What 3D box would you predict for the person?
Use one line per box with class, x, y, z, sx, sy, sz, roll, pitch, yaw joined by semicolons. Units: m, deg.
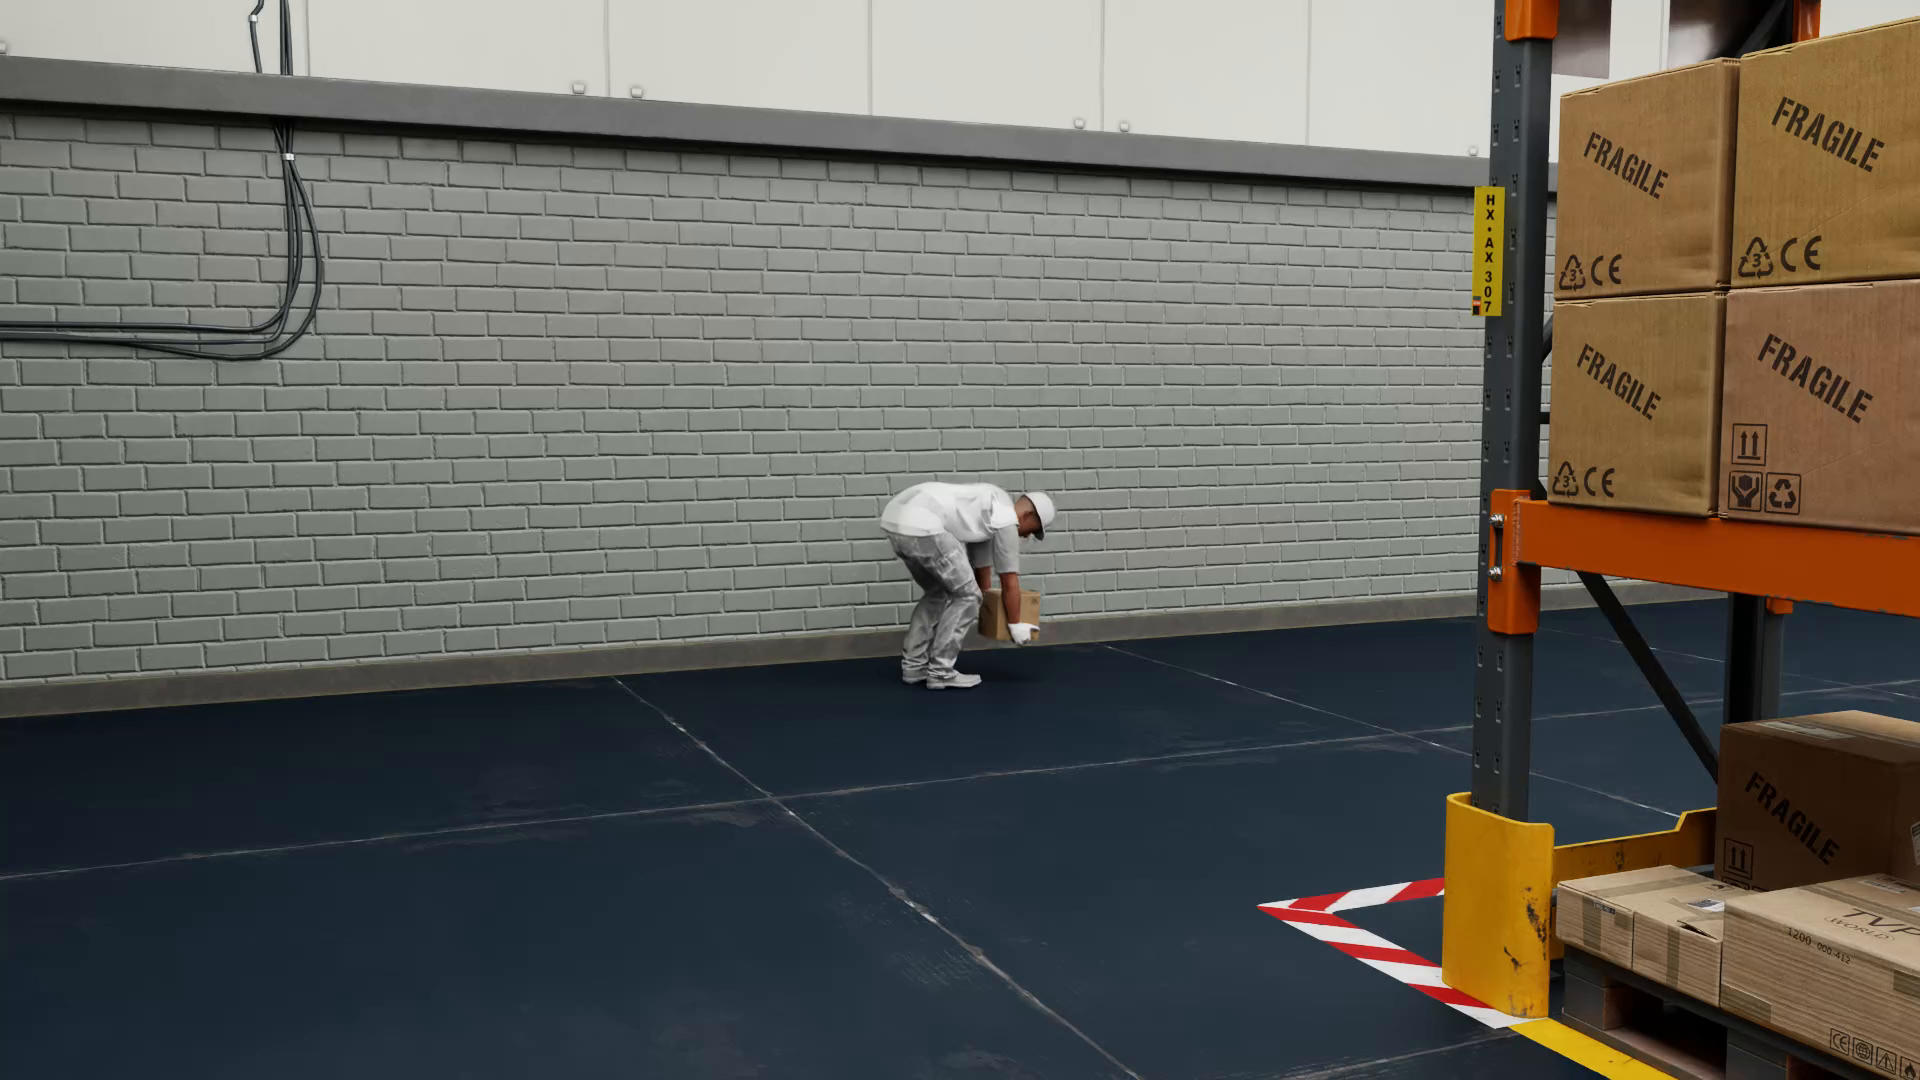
person;0.060;0.224;8.928;0.992;1.084;0.497;-3;6;-26
